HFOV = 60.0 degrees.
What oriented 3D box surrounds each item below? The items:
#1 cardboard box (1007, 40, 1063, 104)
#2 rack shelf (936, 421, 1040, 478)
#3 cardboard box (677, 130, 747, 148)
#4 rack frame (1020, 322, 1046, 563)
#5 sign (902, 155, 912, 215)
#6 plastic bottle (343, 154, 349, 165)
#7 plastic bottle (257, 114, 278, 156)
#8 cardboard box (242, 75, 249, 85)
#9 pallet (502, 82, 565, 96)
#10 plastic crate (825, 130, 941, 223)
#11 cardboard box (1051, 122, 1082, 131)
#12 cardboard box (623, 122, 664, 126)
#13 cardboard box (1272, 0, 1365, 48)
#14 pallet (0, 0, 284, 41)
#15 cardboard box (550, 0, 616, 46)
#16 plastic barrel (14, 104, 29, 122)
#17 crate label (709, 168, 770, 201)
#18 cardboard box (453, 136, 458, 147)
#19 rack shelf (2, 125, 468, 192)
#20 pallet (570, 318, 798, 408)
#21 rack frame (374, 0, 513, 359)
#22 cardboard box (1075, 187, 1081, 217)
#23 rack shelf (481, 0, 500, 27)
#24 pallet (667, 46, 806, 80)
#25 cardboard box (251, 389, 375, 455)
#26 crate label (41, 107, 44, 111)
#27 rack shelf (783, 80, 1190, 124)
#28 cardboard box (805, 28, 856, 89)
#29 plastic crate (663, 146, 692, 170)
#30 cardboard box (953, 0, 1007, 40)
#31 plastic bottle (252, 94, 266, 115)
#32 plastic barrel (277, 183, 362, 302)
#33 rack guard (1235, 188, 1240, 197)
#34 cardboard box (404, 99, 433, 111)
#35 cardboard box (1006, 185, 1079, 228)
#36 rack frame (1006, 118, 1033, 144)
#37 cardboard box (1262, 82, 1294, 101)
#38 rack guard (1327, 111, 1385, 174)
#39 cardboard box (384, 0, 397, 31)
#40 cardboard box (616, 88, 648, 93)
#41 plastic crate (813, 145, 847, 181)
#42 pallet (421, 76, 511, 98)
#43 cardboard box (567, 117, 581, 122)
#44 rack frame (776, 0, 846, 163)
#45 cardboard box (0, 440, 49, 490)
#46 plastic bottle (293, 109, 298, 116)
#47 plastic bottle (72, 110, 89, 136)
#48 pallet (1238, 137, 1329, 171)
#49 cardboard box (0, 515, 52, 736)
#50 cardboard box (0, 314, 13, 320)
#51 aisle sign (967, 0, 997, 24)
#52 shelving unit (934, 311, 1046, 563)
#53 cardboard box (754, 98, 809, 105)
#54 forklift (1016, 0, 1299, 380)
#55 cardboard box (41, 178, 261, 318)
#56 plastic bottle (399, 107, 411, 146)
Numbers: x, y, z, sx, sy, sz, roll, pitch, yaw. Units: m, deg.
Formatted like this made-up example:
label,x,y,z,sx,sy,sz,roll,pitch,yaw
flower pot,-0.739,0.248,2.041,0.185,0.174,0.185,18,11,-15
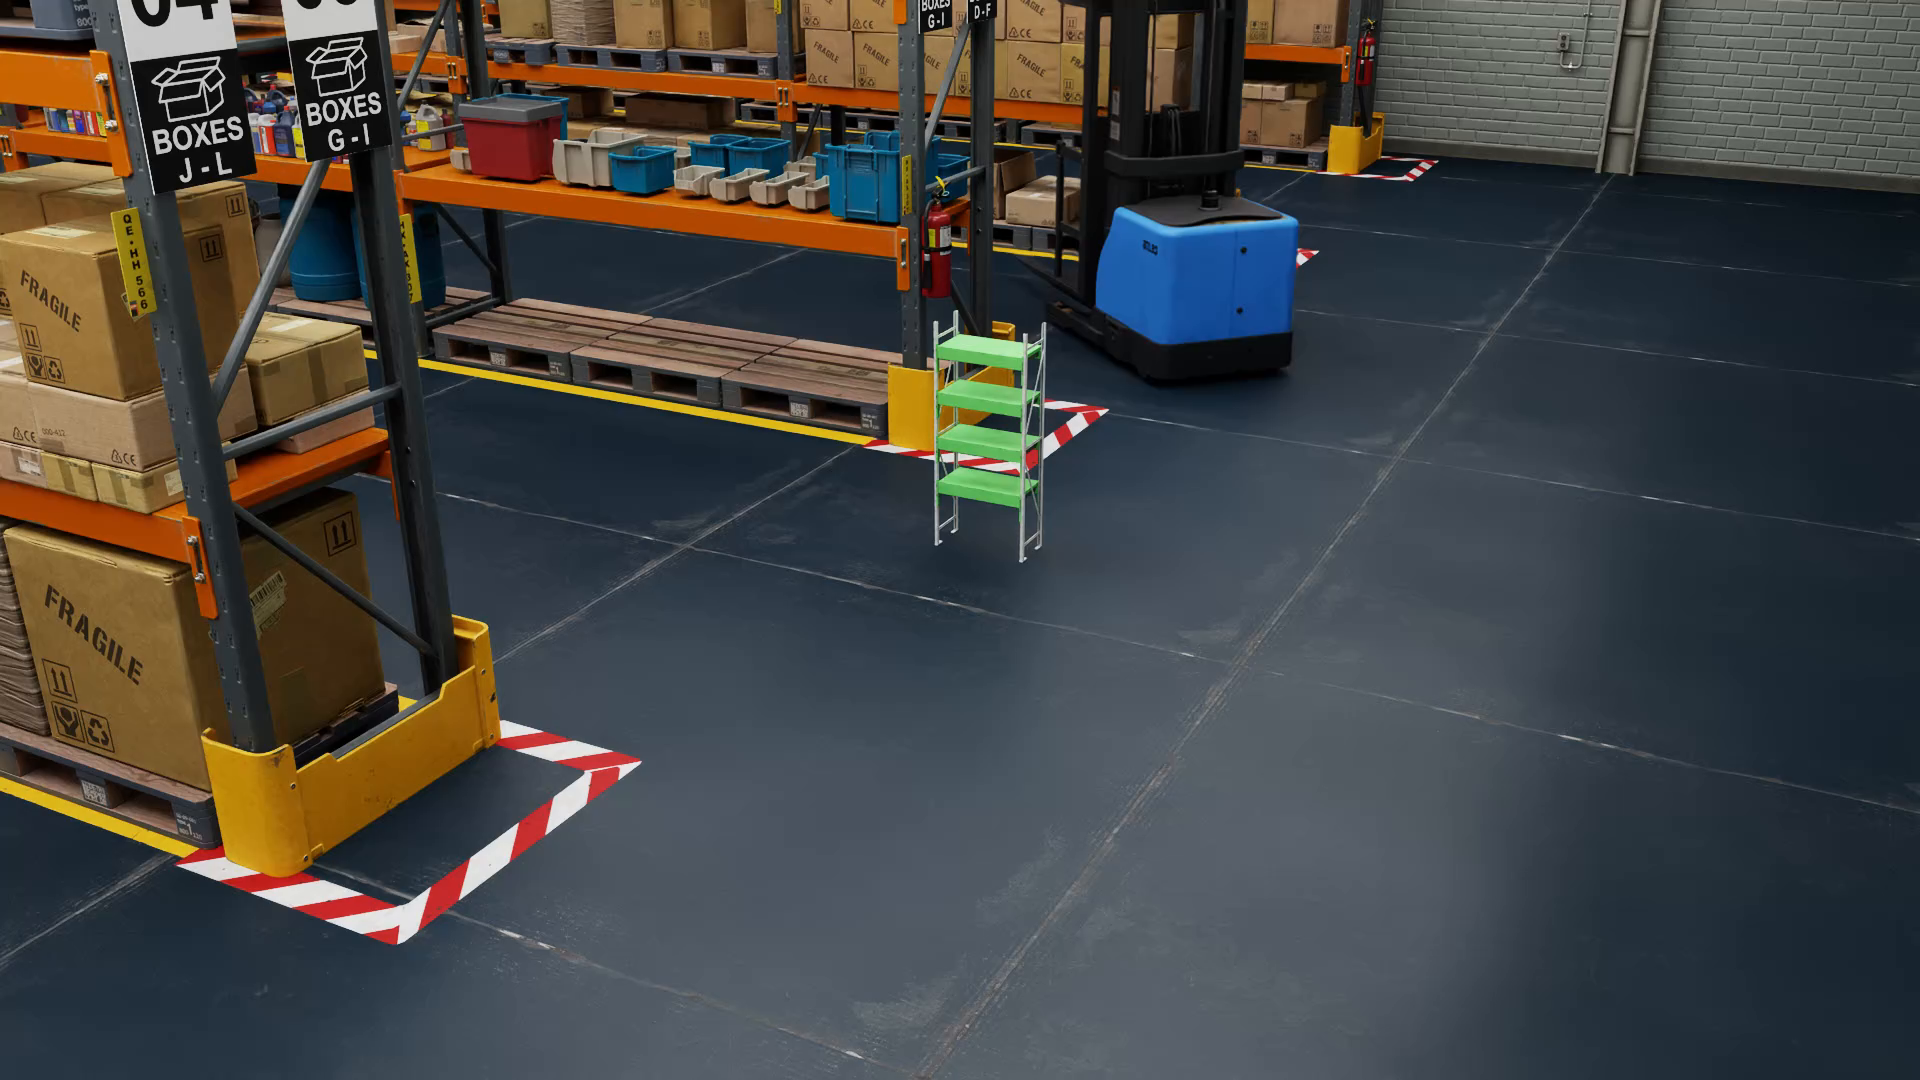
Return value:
label,x,y,z,sx,sy,sz,roll,pitch,yaw
cardboard box,0.741,-4.076,14.375,0.500,0.500,0.500,11,26,25
rack shelf,0.148,-0.464,8.471,0.480,0.148,0.258,11,25,25
cardboard box,-2.406,-3.702,16.253,0.500,0.500,0.500,11,26,25
rack frame,0.365,-0.480,8.345,0.015,1.200,0.240,11,25,25
sign,-0.301,-2.017,9.451,0.005,0.325,0.100,11,25,25
plastic bottle,-4.250,-2.719,11.565,0.097,0.201,0.097,0,23,0
plastic bottle,-4.911,-2.896,11.886,0.135,0.276,0.152,11,25,25
cardboard box,-8.811,-5.449,19.749,0.500,0.500,0.500,11,25,25
pallet,-5.611,-6.295,23.283,1.213,0.211,1.003,11,25,25
plastic crate,-0.450,-2.174,9.908,0.499,0.435,0.616,11,25,25
cardboard box,1.454,-5.178,19.750,0.500,0.500,0.700,12,26,25
cardboard box,-3.095,-4.066,17.109,0.500,0.500,0.500,10,25,23
cardboard box,3.943,-5.821,18.222,0.700,0.700,0.980,12,26,27
pallet,-2.969,-1.874,5.603,1.213,0.211,1.003,11,25,25
cardboard box,-3.625,-5.218,16.522,0.500,0.500,0.700,17,28,34
plastic barrel,-7.757,-3.588,13.180,0.708,0.536,0.600,11,25,25
crate label,-1.388,-2.220,10.399,0.243,0.136,0.396,11,25,25
cardboard box,-5.548,-4.214,17.803,0.500,0.250,0.500,12,26,26
rack shelf,-5.422,-2.865,12.573,4.000,0.370,1.077,11,25,25
pallet,-1.870,-1.228,11.369,1.213,0.211,1.003,11,25,25
rack frame,-3.637,-2.843,11.602,0.127,3.000,1.000,11,25,25
cardboard box,1.368,-3.086,15.126,0.500,0.250,0.500,11,25,25
rack shelf,-4.521,-7.031,22.370,4.000,0.370,1.077,11,25,25
pallet,-2.063,-4.663,16.127,1.213,0.211,1.003,11,25,25
cardboard box,-2.470,-0.469,6.341,0.250,0.149,0.380,12,26,25
crate label,-7.414,-3.677,13.778,0.416,0.233,0.303,11,25,25
rack shelf,0.386,-3.888,14.979,4.000,0.370,1.077,11,25,25
cardboard box,-1.067,-4.433,15.213,0.500,0.500,0.500,12,26,26
plastic crate,-1.947,-2.547,11.166,0.466,0.136,0.293,11,25,25
cardboard box,0.275,-4.624,14.385,0.500,0.500,0.500,12,26,26
plastic bottle,-5.377,-3.294,12.811,0.133,0.283,0.061,11,25,25
plastic barrel,-4.747,-2.298,12.464,0.708,0.901,0.600,11,25,25
rack guard,2.103,-2.729,14.528,0.348,0.500,1.175,11,25,25
cardboard box,-6.014,-4.560,17.901,0.500,0.311,0.500,11,25,24
cardboard box,0.740,-2.991,14.902,0.500,0.250,0.500,11,25,25
rack frame,0.833,-6.303,19.738,0.127,3.000,1.000,11,25,25
cardboard box,3.536,-4.986,18.470,0.250,0.149,0.380,11,25,24
rack guard,4.424,-4.442,18.556,0.348,0.500,1.175,11,25,25
cardboard box,-6.473,-5.615,17.993,0.500,0.500,0.500,10,25,22
cardboard box,-4.266,-6.380,22.551,0.500,0.500,0.700,11,25,24
plastic crate,-0.727,-2.362,10.608,0.300,0.233,0.416,11,25,25
pallet,-6.922,-6.539,23.855,1.213,0.211,1.003,11,25,25
cardboard box,-4.221,-4.060,17.096,0.500,0.500,0.500,10,25,23
rack frame,-1.399,-4.572,15.668,0.127,3.000,1.000,11,25,25
cardboard box,-3.226,-0.329,6.012,0.250,0.149,0.380,11,26,25
plastic bottle,-4.705,-2.951,11.920,0.185,0.351,0.144,11,25,25
plastic bottle,-6.694,-3.232,12.667,0.133,0.283,0.061,11,25,25
pallet,3.654,-4.427,18.891,1.213,0.211,1.003,11,25,25
cardboard box,-3.721,0.132,6.785,0.875,0.875,0.875,11,25,25
cardboard box,-3.522,-0.833,6.688,0.500,0.250,0.500,10,25,23
aisle sign,0.131,-3.424,9.646,0.004,0.787,0.394,11,25,25
shelving unit,0.148,-0.523,8.446,0.503,1.200,0.258,11,25,25
cardboard box,-2.140,-6.038,21.324,0.750,0.750,0.750,11,25,24
forklift,1.291,-2.963,11.972,1.130,2.935,3.031,-8,24,-18
cardboard box,-3.055,-1.087,6.327,0.500,0.500,0.500,11,25,23
plastic bottle,-4.089,-3.052,12.259,0.097,0.271,0.097,0,23,0
